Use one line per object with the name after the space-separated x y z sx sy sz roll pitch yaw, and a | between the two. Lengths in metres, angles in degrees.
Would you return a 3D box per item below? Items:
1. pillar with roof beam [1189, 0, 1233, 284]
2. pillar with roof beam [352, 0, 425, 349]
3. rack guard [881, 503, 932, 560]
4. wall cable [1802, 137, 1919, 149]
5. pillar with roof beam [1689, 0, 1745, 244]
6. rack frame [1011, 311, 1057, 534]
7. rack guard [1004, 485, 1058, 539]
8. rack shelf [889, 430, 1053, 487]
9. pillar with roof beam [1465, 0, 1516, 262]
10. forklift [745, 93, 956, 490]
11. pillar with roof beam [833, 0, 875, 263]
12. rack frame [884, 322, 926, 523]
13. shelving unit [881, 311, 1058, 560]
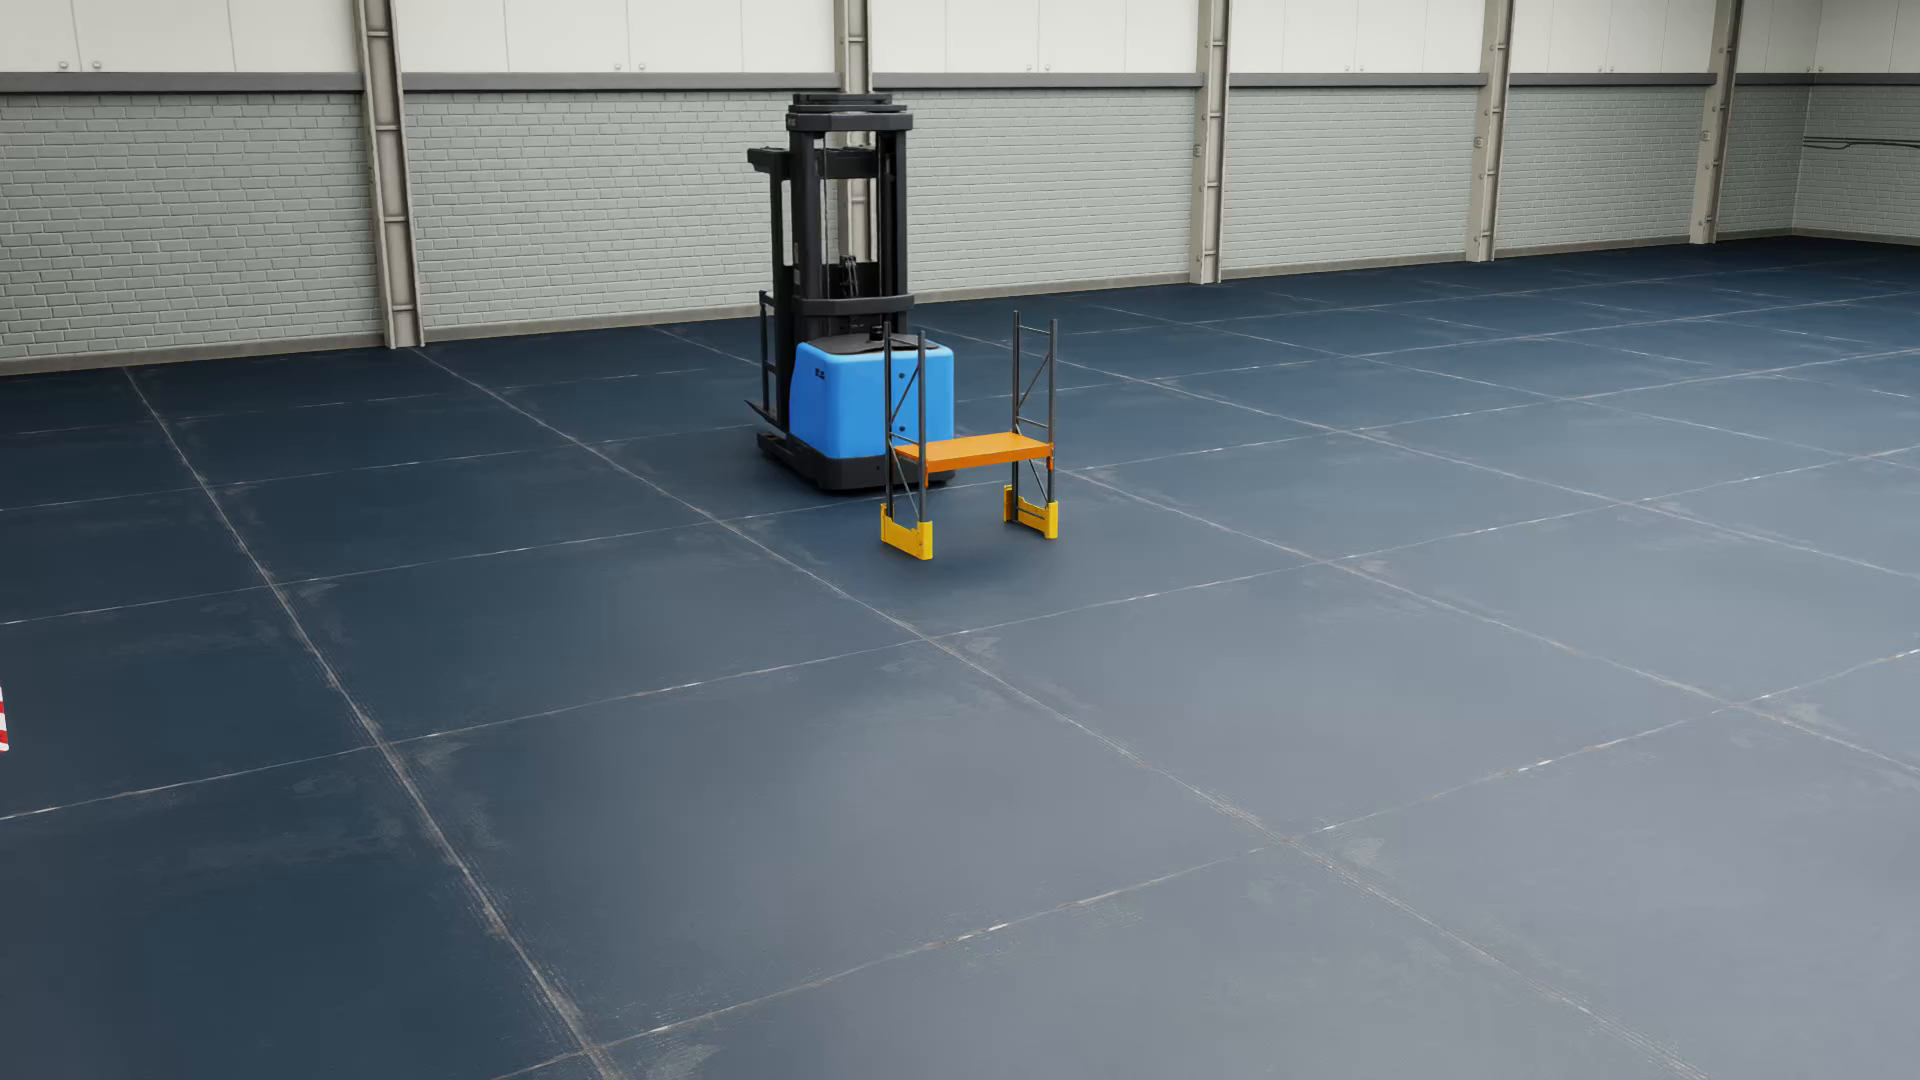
5.970 -7.293 20.756 0.400 9.000 9.100 -9 18 -30 | pillar with roof beam
-4.317 -5.625 14.805 0.400 9.000 9.100 -9 18 -30 | pillar with roof beam
-0.362 -0.062 11.167 0.087 0.250 0.587 -9 18 -30 | rack guard
17.245 -8.566 31.048 0.112 2.526 3.097 -9 18 -30 | wall cable
16.256 -8.961 26.706 0.400 9.000 9.100 -9 18 -30 | pillar with roof beam
0.509 -0.805 11.502 0.032 1.500 0.500 -9 18 -30 | rack frame
0.492 -0.200 11.661 0.087 0.250 0.587 -9 18 -30 | rack guard
0.073 -0.561 11.298 1.000 0.185 0.538 -9 18 -30 | rack shelf
11.113 -8.127 23.731 0.400 9.000 9.100 -9 18 -30 | pillar with roof beam
-1.067 -2.141 13.616 1.130 2.935 3.031 -6 17 -22 | forklift
0.827 -6.459 17.780 0.400 9.000 9.100 -9 18 -30 | pillar with roof beam
-0.363 -0.663 10.998 0.032 1.500 0.500 -9 18 -30 | rack frame
0.065 -0.733 11.245 1.083 1.500 0.587 -9 18 -30 | shelving unit
